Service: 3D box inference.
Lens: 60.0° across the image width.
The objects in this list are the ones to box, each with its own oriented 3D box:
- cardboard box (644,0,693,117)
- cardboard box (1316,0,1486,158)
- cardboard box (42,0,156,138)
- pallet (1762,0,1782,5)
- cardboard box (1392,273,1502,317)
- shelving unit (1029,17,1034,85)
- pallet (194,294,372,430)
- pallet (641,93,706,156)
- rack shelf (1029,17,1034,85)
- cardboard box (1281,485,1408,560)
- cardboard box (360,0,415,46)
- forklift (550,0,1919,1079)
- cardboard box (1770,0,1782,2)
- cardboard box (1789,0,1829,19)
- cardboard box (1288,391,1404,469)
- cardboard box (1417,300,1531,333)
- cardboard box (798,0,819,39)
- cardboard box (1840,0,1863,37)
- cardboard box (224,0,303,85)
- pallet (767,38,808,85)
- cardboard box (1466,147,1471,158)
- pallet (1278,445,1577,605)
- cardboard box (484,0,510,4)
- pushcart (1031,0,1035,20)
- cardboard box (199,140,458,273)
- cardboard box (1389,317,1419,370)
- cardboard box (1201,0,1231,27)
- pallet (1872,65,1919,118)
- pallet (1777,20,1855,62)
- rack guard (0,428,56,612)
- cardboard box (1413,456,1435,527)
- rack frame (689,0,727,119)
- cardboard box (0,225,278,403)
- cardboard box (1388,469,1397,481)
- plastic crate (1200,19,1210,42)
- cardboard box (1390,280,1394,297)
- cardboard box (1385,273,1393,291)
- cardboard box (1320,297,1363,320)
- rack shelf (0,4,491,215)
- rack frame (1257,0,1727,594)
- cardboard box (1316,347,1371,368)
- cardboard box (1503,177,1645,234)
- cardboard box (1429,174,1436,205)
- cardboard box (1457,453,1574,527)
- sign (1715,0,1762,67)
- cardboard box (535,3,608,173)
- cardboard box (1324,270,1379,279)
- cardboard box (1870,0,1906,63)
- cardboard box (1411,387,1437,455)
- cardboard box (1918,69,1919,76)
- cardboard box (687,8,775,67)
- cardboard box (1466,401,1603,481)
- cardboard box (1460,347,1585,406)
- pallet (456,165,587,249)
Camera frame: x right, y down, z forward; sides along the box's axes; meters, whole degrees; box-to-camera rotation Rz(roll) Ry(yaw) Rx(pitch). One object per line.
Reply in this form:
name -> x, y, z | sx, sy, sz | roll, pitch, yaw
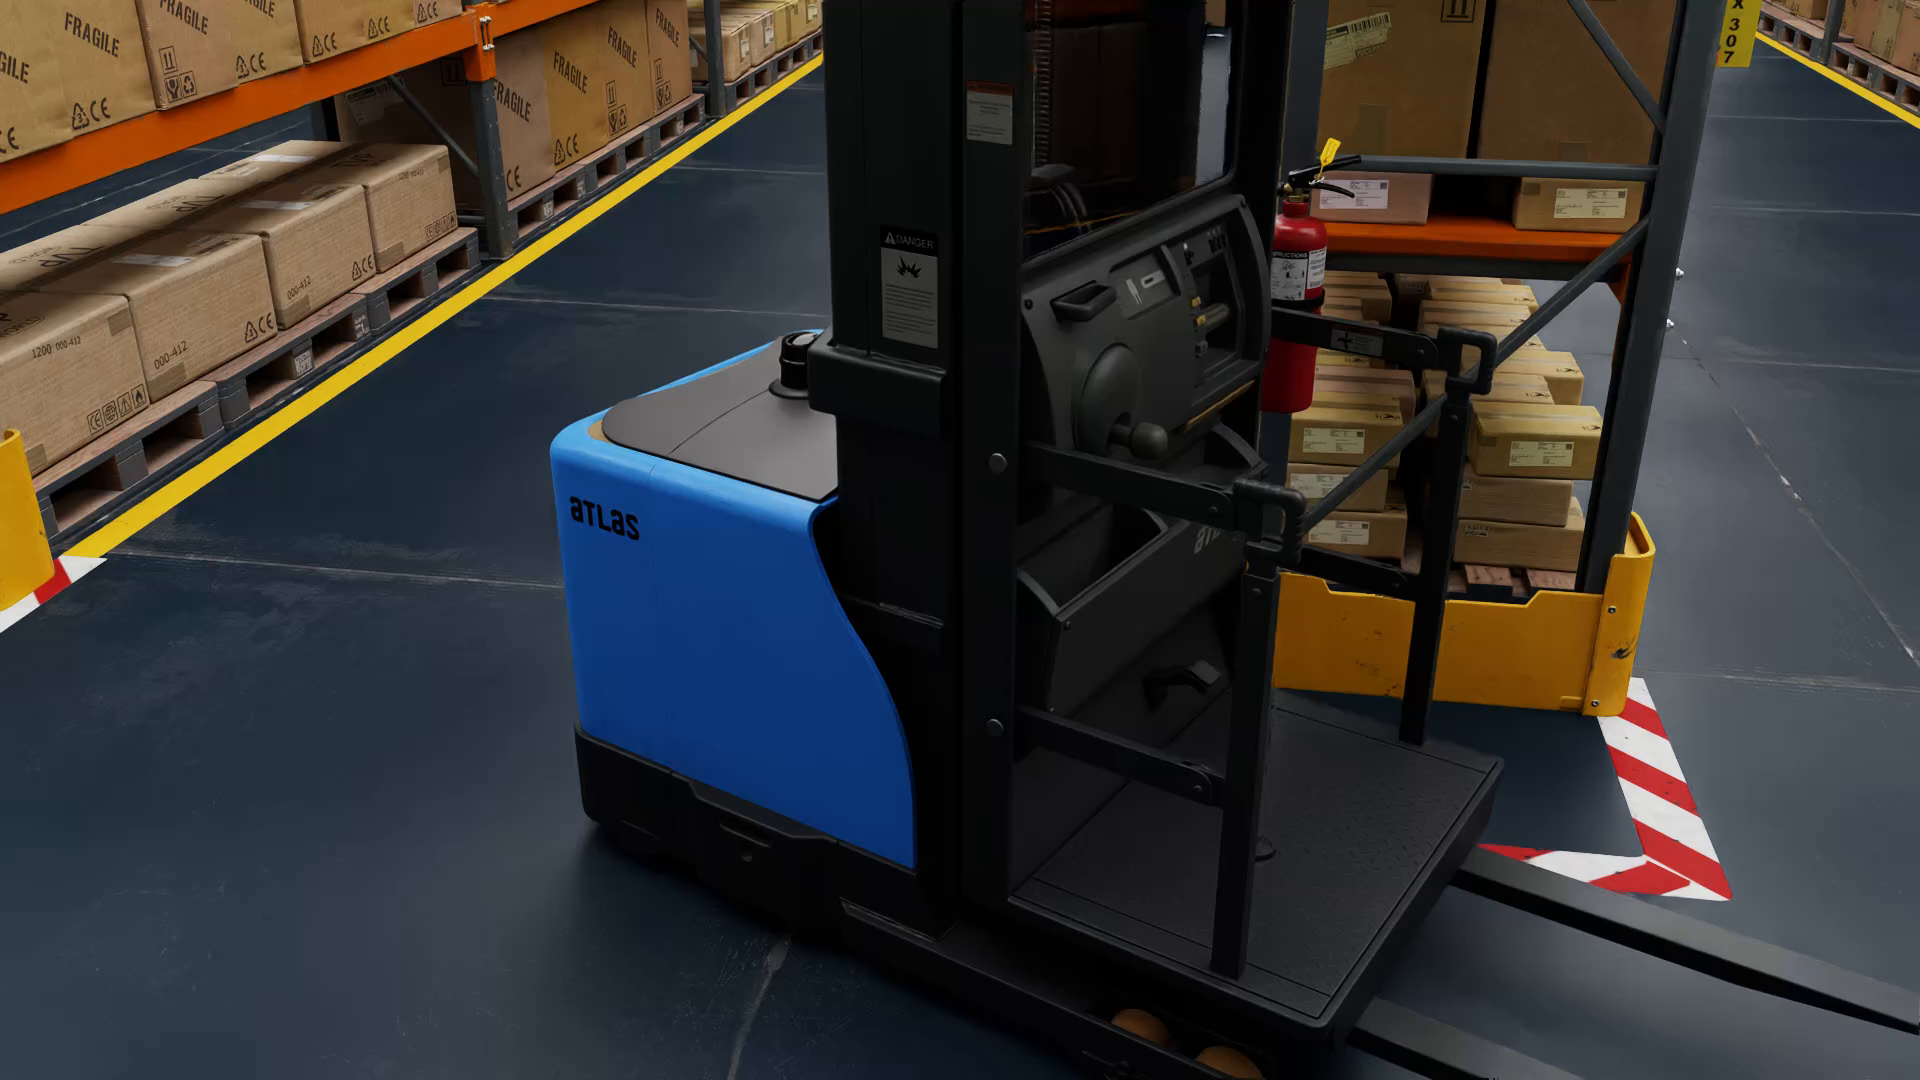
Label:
cardboard box -> -2.469, -3.528, 11.759 | 0.875, 0.875, 0.875 | 4, 25, 8
cardboard box -> 1.138, -1.322, 4.567 | 0.500, 0.500, 0.500 | 5, 25, 10
cardboard box -> -3.165, -1.677, 5.676 | 0.500, 0.500, 0.500 | 4, 25, 8
pallet -> 8.630, -5.610, 17.486 | 1.003, 0.211, 1.213 | 4, 25, 9
cardboard box -> 1.881, -0.964, 6.437 | 0.380, 0.149, 0.250 | 4, 25, 9
shelving unit -> -0.027, -0.882, 5.157 | 0.431, 2.100, 0.503 | 4, 25, 9
pallet -> -3.327, -0.823, 7.258 | 1.003, 0.211, 1.213 | 4, 25, 9
pallet -> -2.478, -2.995, 11.900 | 1.003, 0.211, 1.213 | 4, 25, 9
rack shelf -> -0.027, -1.503, 4.866 | 0.431, 0.518, 0.480 | 4, 25, 9
cardboard box -> 1.198, -0.070, 5.229 | 0.380, 0.149, 0.250 | 4, 25, 9
cardboard box -> -2.830, -2.528, 7.494 | 0.500, 0.500, 0.500 | 3, 25, 7
forklift -> 0.563, -0.419, 3.189 | 3.031, 2.935, 1.130 | 16, 29, 30
cardboard box -> 8.627, -5.788, 17.030 | 0.500, 0.500, 0.500 | 11, 27, 22
cardboard box -> 8.371, -5.297, 15.981 | 0.500, 0.500, 0.500 | 2, 25, 4
cardboard box -> 1.155, -0.344, 5.112 | 0.380, 0.149, 0.250 | 4, 25, 9
cardboard box -> 1.846, -0.745, 5.970 | 0.380, 0.149, 0.250 | 5, 26, 11
cardboard box -> -1.818, -4.735, 14.933 | 0.950, 0.372, 0.625 | 6, 26, 12
cardboard box -> 8.261, -4.792, 14.902 | 0.500, 0.500, 0.500 | 3, 25, 7
cardboard box -> -2.999, -2.099, 6.578 | 0.500, 0.500, 0.500 | 5, 26, 10
pallet -> -1.944, -4.155, 14.379 | 1.003, 0.211, 1.213 | 4, 25, 9
cardboard box -> 1.699, -1.271, 5.224 | 0.380, 0.149, 0.250 | 5, 26, 11
pallet -> 1.498, -0.042, 5.592 | 1.003, 0.211, 1.213 | 4, 25, 9
cardboard box -> -2.596, -3.008, 8.814 | 0.500, 0.250, 0.500 | 3, 25, 7
pushcart -> 0.637, -4.931, 15.840 | 1.648, 0.377, 0.936 | -5, 25, -10
cardboard box -> -3.137, -1.685, 8.337 | 0.875, 0.438, 0.875 | 4, 25, 8
cardboard box -> 1.812, -0.724, 6.275 | 0.380, 0.149, 0.250 | 5, 26, 11
cardboard box -> 2.521, -5.544, 17.003 | 0.500, 0.500, 0.500 | 8, 26, 18
pallet -> 7.833, -3.469, 12.912 | 1.003, 0.211, 1.213 | 4, 25, 9
pallet -> 8.231, -4.590, 15.306 | 1.003, 0.211, 1.213 | 4, 25, 9
rack guard -> -3.586, -0.095, 5.363 | 1.175, 0.500, 0.348 | 4, 25, 9
cardboard box -> 1.682, -0.147, 5.394 | 0.380, 0.149, 0.250 | 4, 25, 8
rack frame -> -2.274, -4.583, 12.003 | 1.000, 3.000, 0.127 | 4, 25, 9
cardboard box -> -3.431, -0.933, 6.732 | 0.875, 0.438, 0.875 | 5, 25, 10
cardboard box -> 1.219, -0.316, 5.404 | 0.380, 0.149, 0.250 | 3, 25, 7
plastic crate -> 2.015, -4.871, 15.867 | 0.450, 0.188, 0.662 | 29, 36, 30
cardboard box -> 1.952, -0.945, 6.748 | 0.380, 0.149, 0.250 | 3, 25, 6
cardboard box -> 2.038, -1.164, 7.215 | 0.380, 0.149, 0.250 | 4, 25, 9
cardboard box -> 1.263, -0.782, 6.048 | 0.380, 0.149, 0.250 | 5, 26, 10
rack shelf -> -3.255, -1.748, 6.794 | 1.077, 0.370, 4.000 | 4, 25, 9
rack frame -> 1.318, -0.936, 4.212 | 1.000, 3.000, 0.127 | 4, 25, 9
cardboard box -> 1.169, -0.562, 5.578 | 0.380, 0.149, 0.250 | 3, 25, 7
cardboard box -> 1.694, -0.935, 4.506 | 0.380, 0.149, 0.250 | 4, 25, 8
cardboard box -> 1.170, -1.080, 4.815 | 0.380, 0.149, 0.250 | 4, 25, 8
cardboard box -> 1.657, -0.171, 5.094 | 0.380, 0.149, 0.250 | 5, 26, 11
sign -> 1.853, -1.291, 3.948 | 0.100, 0.325, 0.005 | 4, 25, 9
cardboard box -> -2.766, -2.781, 10.164 | 0.875, 0.875, 0.875 | 5, 26, 10
cardboard box -> 1.431, -0.996, 6.506 | 0.380, 0.149, 0.250 | 4, 25, 9
cardboard box -> 7.938, -4.183, 13.578 | 0.700, 0.500, 0.500 | 4, 25, 8
cardboard box -> 1.710, -0.390, 5.563 | 0.380, 0.149, 0.250 | 4, 25, 9
cardboard box -> 7.756, -3.715, 12.579 | 0.700, 0.500, 0.500 | 6, 26, 13
cardboard box -> -2.060, -4.128, 13.634 | 0.950, 0.372, 0.625 | 4, 25, 8
cardboard box -> 1.739, -0.300, 5.019 | 0.380, 0.149, 0.250 | 3, 25, 6
cardboard box -> 1.833, -0.520, 5.489 | 0.380, 0.149, 0.250 | 4, 25, 8
pallet -> -2.876, -1.975, 9.720 | 1.003, 0.211, 1.213 | 4, 25, 9
